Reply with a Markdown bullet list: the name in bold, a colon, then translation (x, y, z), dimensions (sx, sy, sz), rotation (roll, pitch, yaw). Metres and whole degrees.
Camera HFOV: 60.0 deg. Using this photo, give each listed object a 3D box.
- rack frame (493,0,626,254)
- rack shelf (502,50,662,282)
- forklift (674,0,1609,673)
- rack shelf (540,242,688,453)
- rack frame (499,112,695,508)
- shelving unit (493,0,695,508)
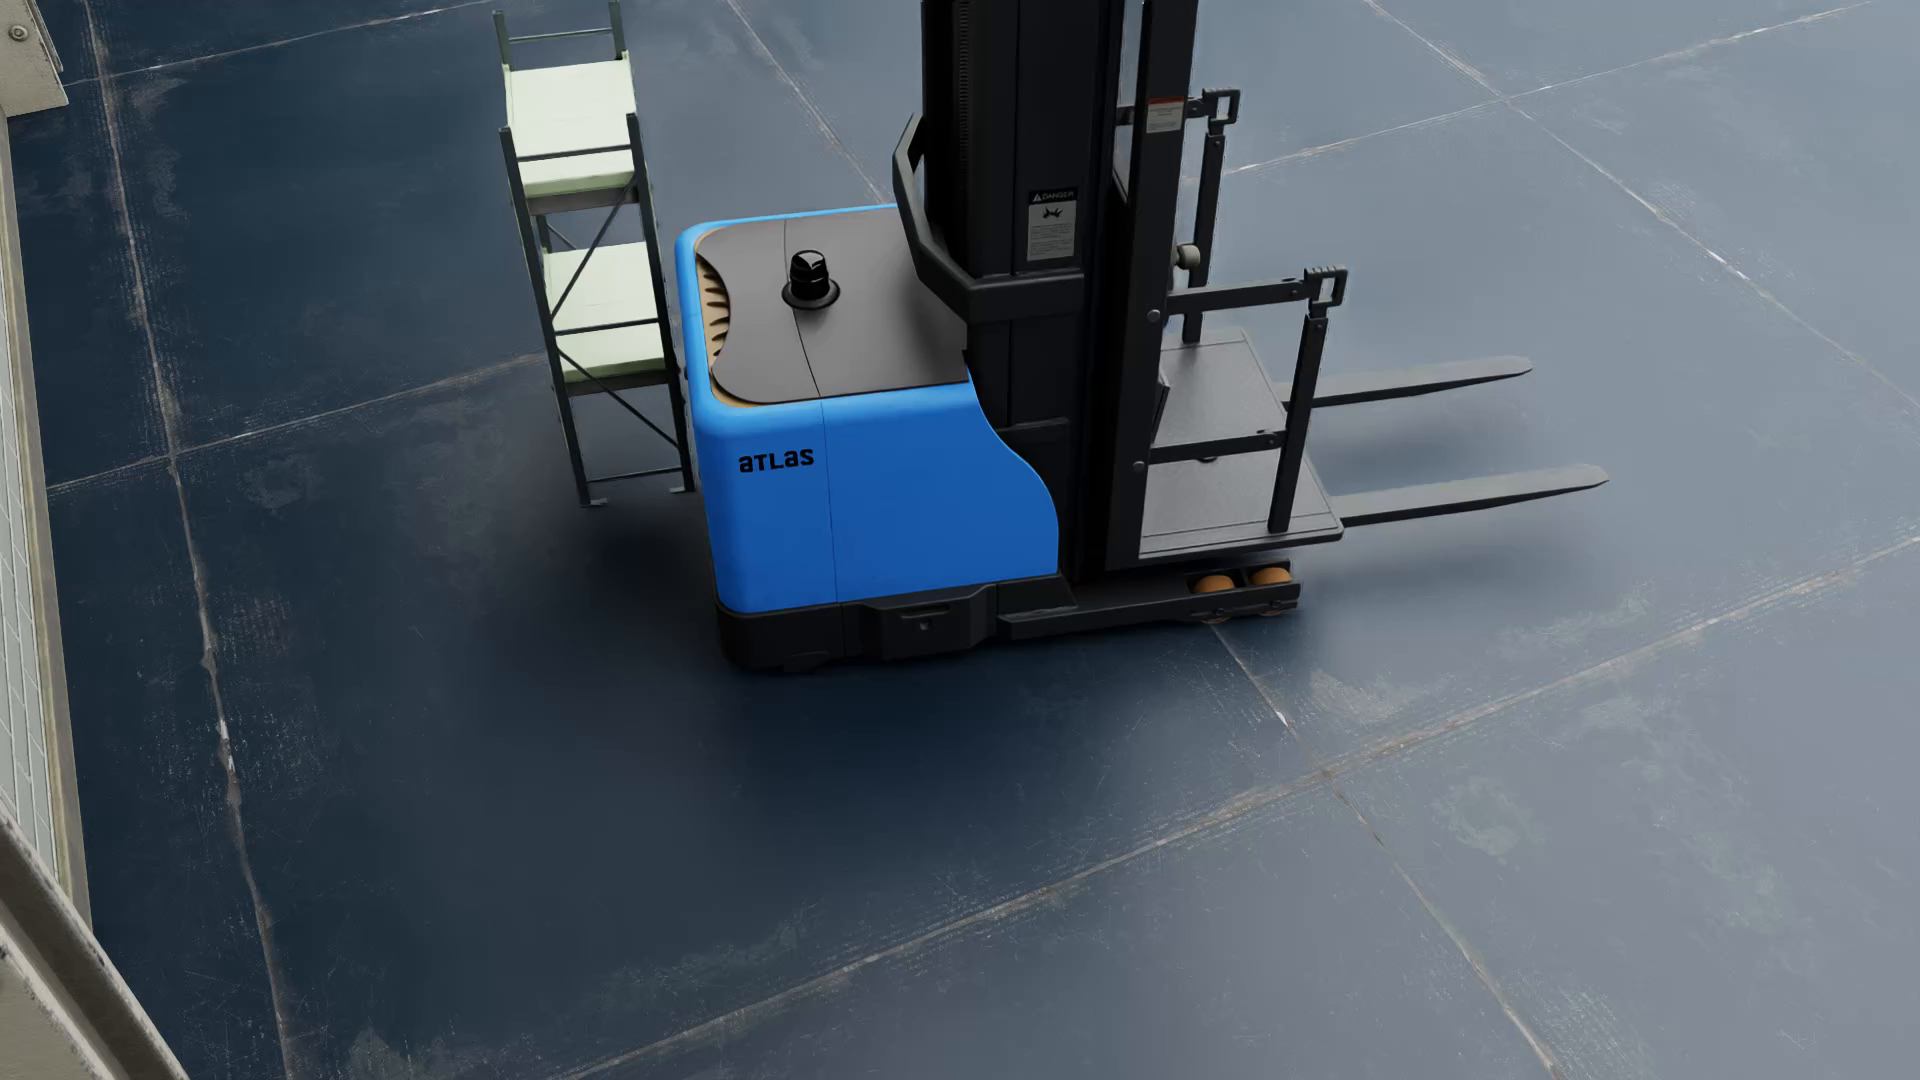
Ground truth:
- **rack frame**: translation (-1.303, -1.188, 5.886), dimensions (0.400, 1.500, 0.023), rotation (-9, 45, -9)
- **rack shelf**: translation (-1.223, -1.215, 5.358), dimensions (0.431, 0.370, 0.720), rotation (-9, 45, -9)
- **forklift**: translation (0.656, -1.128, 4.807), dimensions (3.031, 2.935, 1.130), rotation (-7, 45, -7)
- **rack shelf**: translation (-1.223, -0.705, 5.861), dimensions (0.431, 0.370, 0.720), rotation (-9, 45, -9)
- **rack frame**: translation (-1.142, -0.686, 5.378), dimensions (0.400, 1.500, 0.023), rotation (-9, 45, -9)
- **shelving unit**: translation (-1.223, -0.937, 5.632), dimensions (0.431, 1.500, 0.755), rotation (-9, 45, -9)
